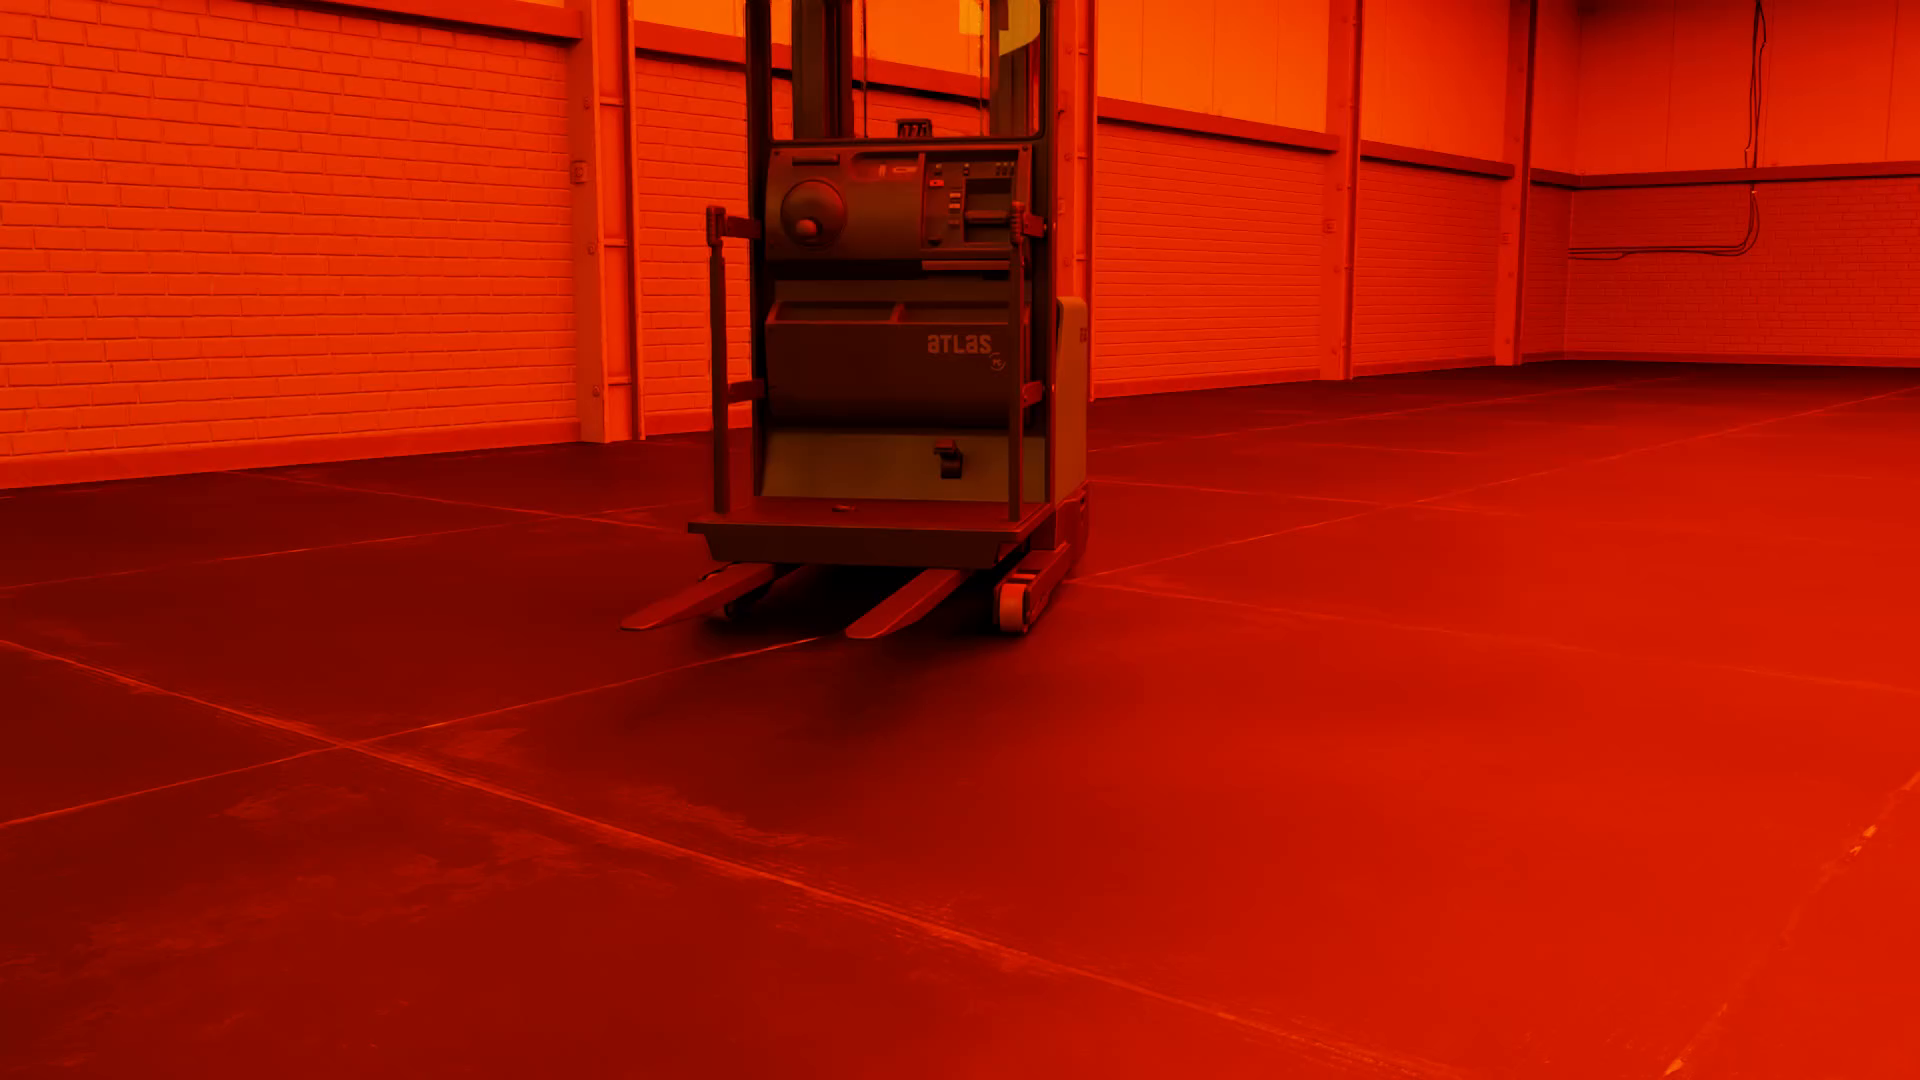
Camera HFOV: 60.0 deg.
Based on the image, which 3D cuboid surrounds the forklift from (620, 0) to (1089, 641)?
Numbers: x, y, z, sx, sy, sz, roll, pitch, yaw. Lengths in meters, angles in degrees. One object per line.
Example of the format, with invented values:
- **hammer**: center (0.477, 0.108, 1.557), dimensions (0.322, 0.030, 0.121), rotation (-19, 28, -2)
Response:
- **forklift**: center (-0.254, -1.207, 5.530), dimensions (1.130, 2.935, 3.031), rotation (2, 8, 11)
